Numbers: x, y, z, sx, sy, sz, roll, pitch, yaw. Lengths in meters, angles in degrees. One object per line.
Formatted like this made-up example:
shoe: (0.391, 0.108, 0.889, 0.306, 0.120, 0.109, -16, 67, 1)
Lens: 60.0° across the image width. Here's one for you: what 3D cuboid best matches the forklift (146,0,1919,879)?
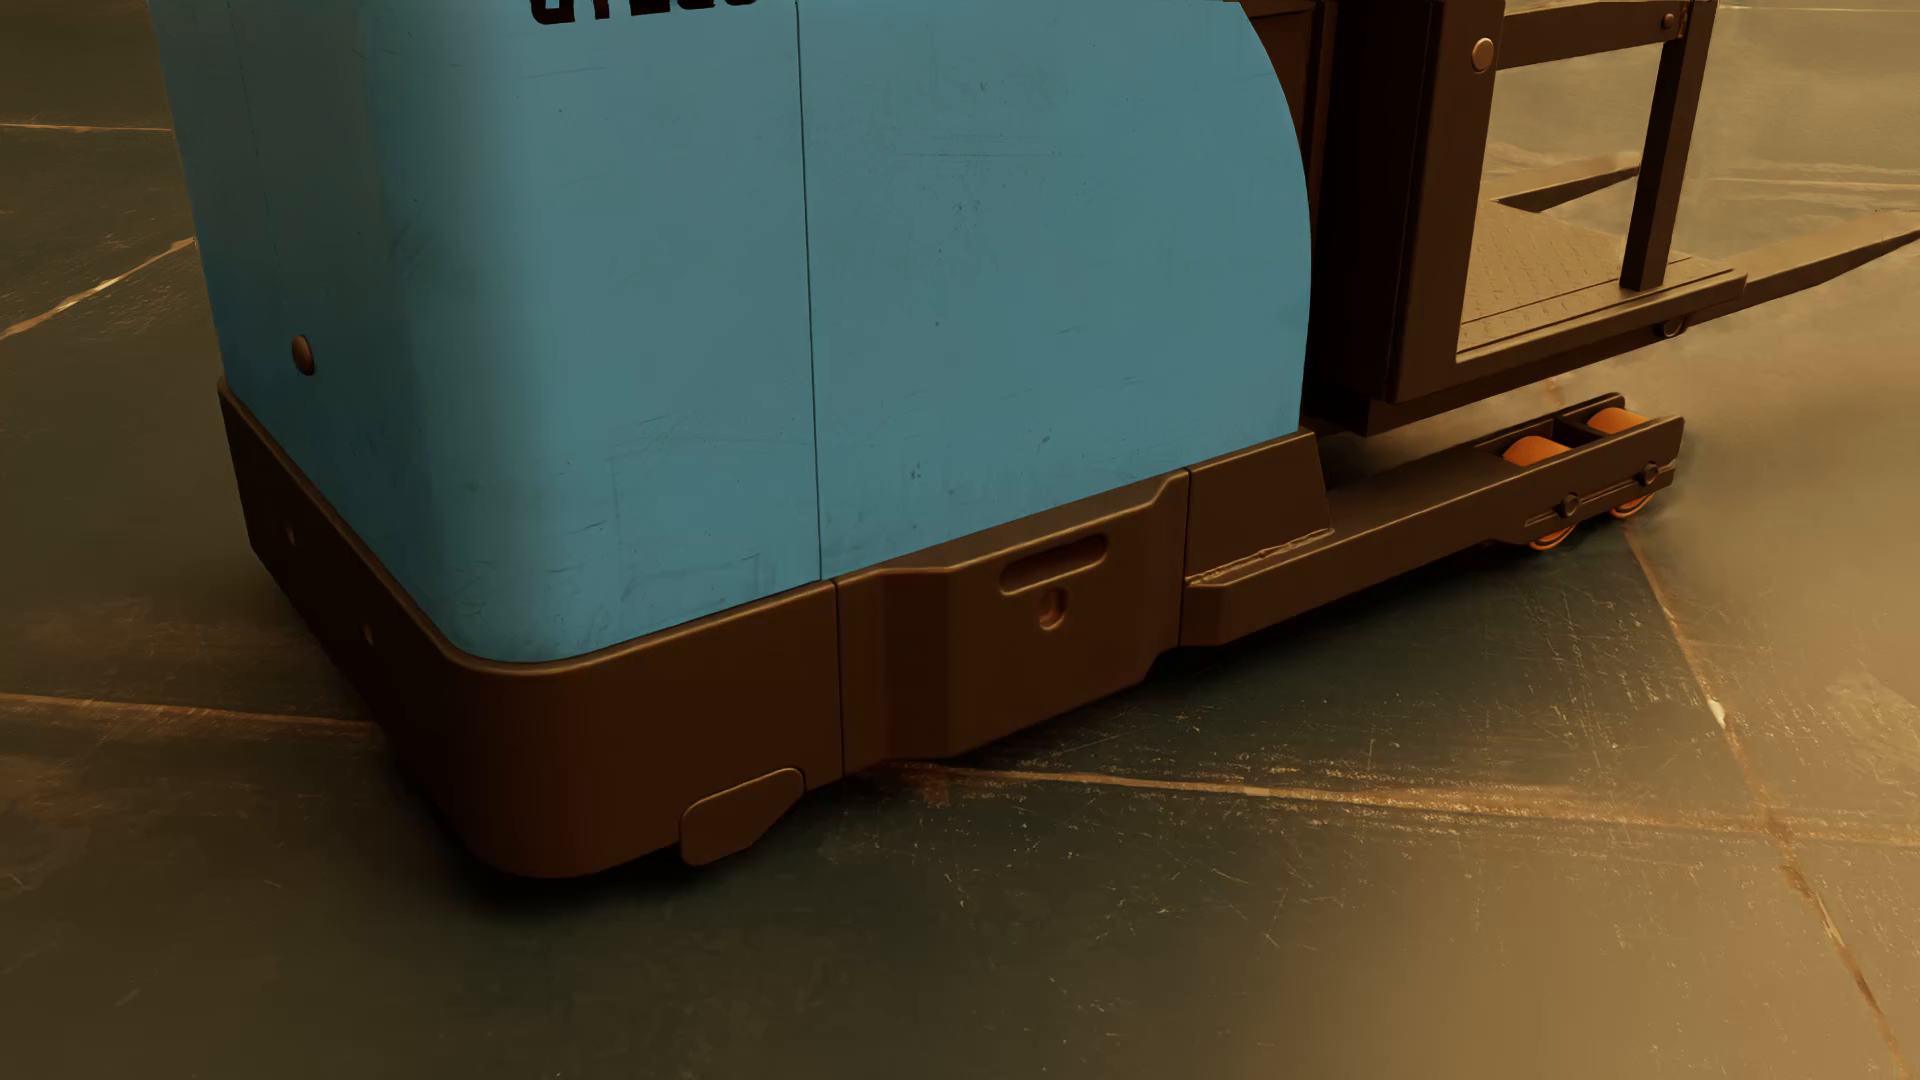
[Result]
forklift: (0.496, -1.471, 2.166, 3.031, 2.935, 1.130, -18, 31, -31)
